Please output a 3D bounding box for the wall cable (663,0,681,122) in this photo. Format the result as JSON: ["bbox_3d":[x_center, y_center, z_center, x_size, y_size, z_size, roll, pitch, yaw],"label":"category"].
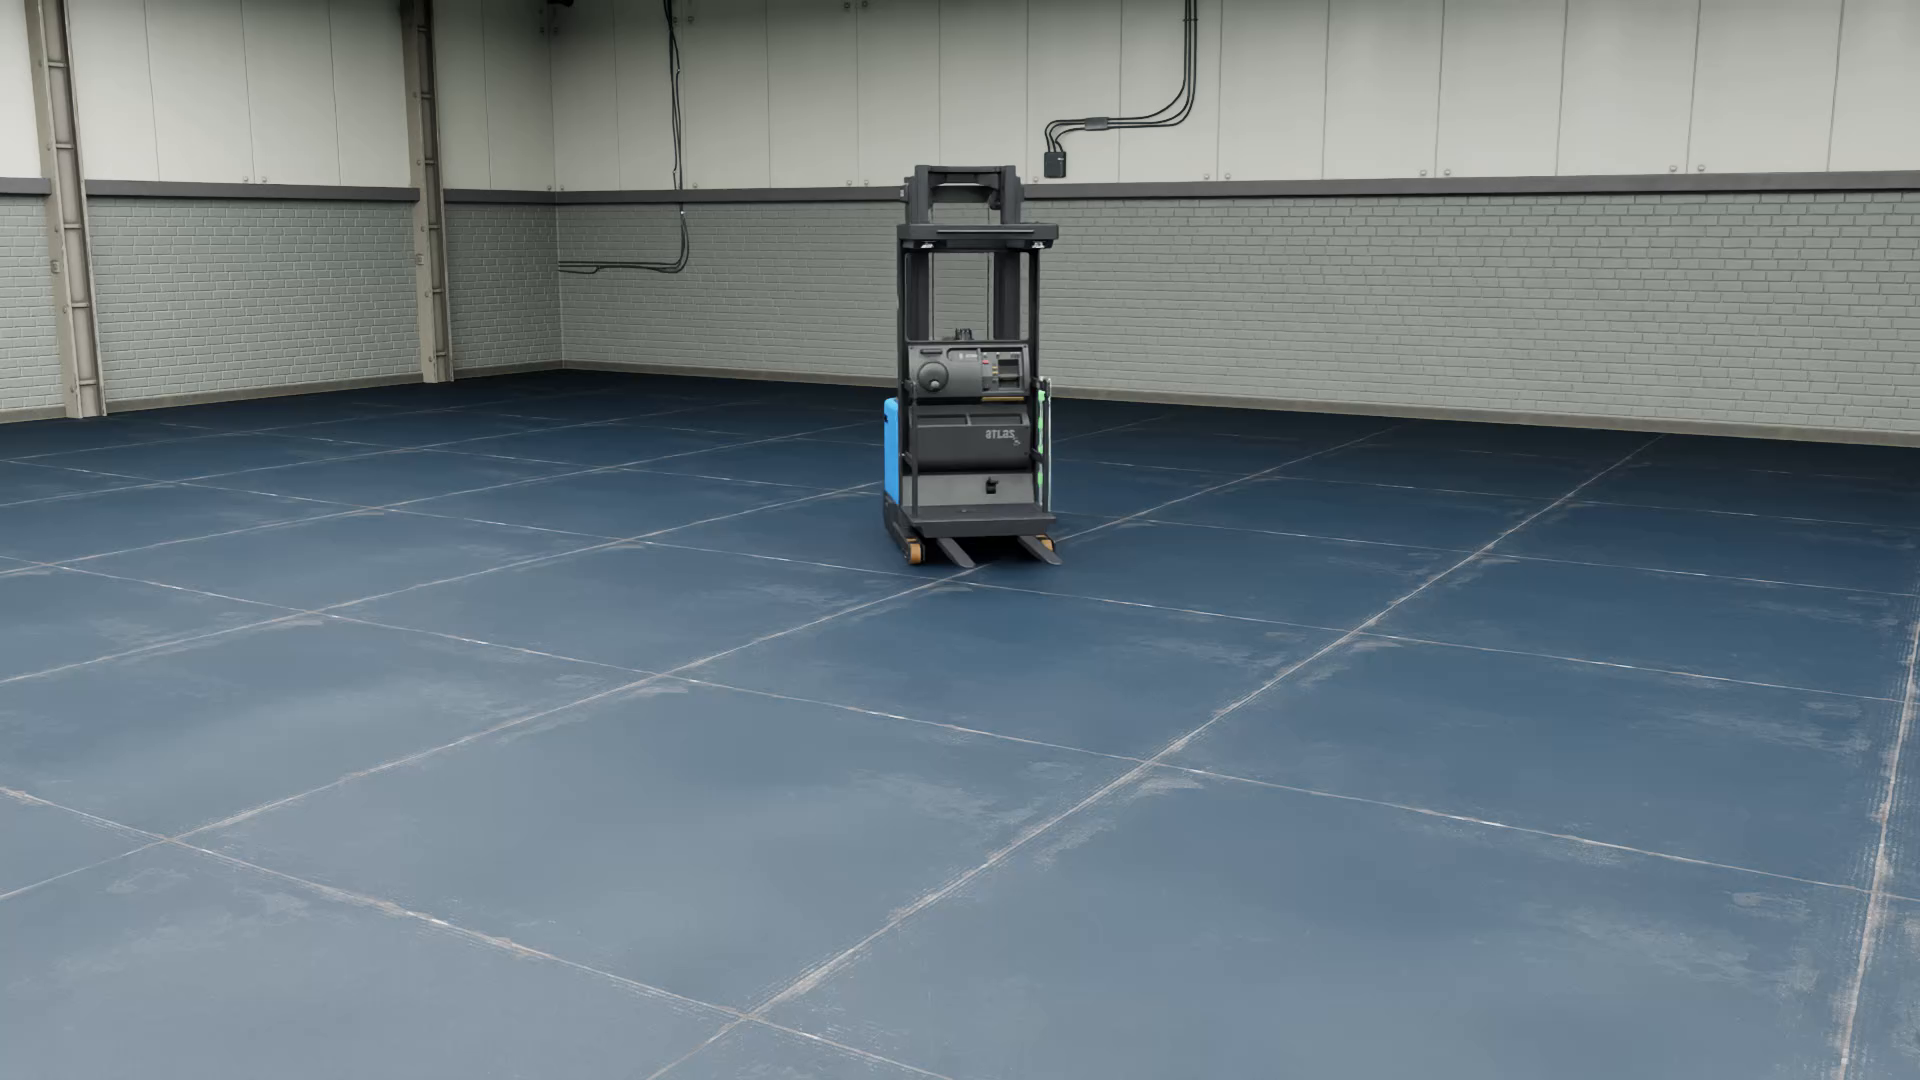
[{"bbox_3d":[-3.571,-8.053,26.641,3.097,2.526,0.112,6,12,31],"label":"wall cable"}]

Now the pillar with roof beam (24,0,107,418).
[{"bbox_3d":[-7.979,-5.663,19.163,9.100,9.000,0.400,6,12,31],"label":"pillar with roof beam"}]

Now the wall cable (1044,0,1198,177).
[{"bbox_3d":[2.222,-8.117,23.029,2.305,6.003,0.169,6,12,31],"label":"wall cable"}]

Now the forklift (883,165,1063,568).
[{"bbox_3d":[0.108,-1.324,12.477,1.130,2.935,3.031,-2,11,-9],"label":"forklift"}]

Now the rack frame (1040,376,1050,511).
[{"bbox_3d":[0.736,-0.808,14.425,0.015,1.200,0.240,-3,11,-13],"label":"rack frame"}]

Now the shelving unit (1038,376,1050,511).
[{"bbox_3d":[0.498,-0.798,14.370,0.503,1.200,0.258,-3,11,-13],"label":"shelving unit"}]

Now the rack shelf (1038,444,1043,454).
[{"bbox_3d":[0.498,-0.735,14.381,0.480,0.148,0.258,-3,11,-13],"label":"rack shelf"}]

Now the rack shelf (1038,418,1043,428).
[{"bbox_3d":[0.498,-0.971,14.337,0.480,0.148,0.258,-3,11,-13],"label":"rack shelf"}]

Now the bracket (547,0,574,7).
[{"bbox_3d":[-6.794,-9.191,28.227,0.235,0.232,0.430,6,12,31],"label":"bracket"}]

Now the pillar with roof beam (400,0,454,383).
[{"bbox_3d":[-4.864,-6.607,24.203,9.100,9.000,0.548,6,12,31],"label":"pillar with roof beam"}]

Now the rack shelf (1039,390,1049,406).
[{"bbox_3d":[0.498,-1.207,14.293,0.480,0.148,0.258,-3,11,-13],"label":"rack shelf"}]

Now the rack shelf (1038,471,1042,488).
[{"bbox_3d":[0.498,-0.499,14.426,0.480,0.148,0.258,-3,11,-13],"label":"rack shelf"}]

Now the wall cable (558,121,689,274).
[{"bbox_3d":[-5.884,-5.829,28.486,3.097,2.526,0.112,6,12,31],"label":"wall cable"}]
